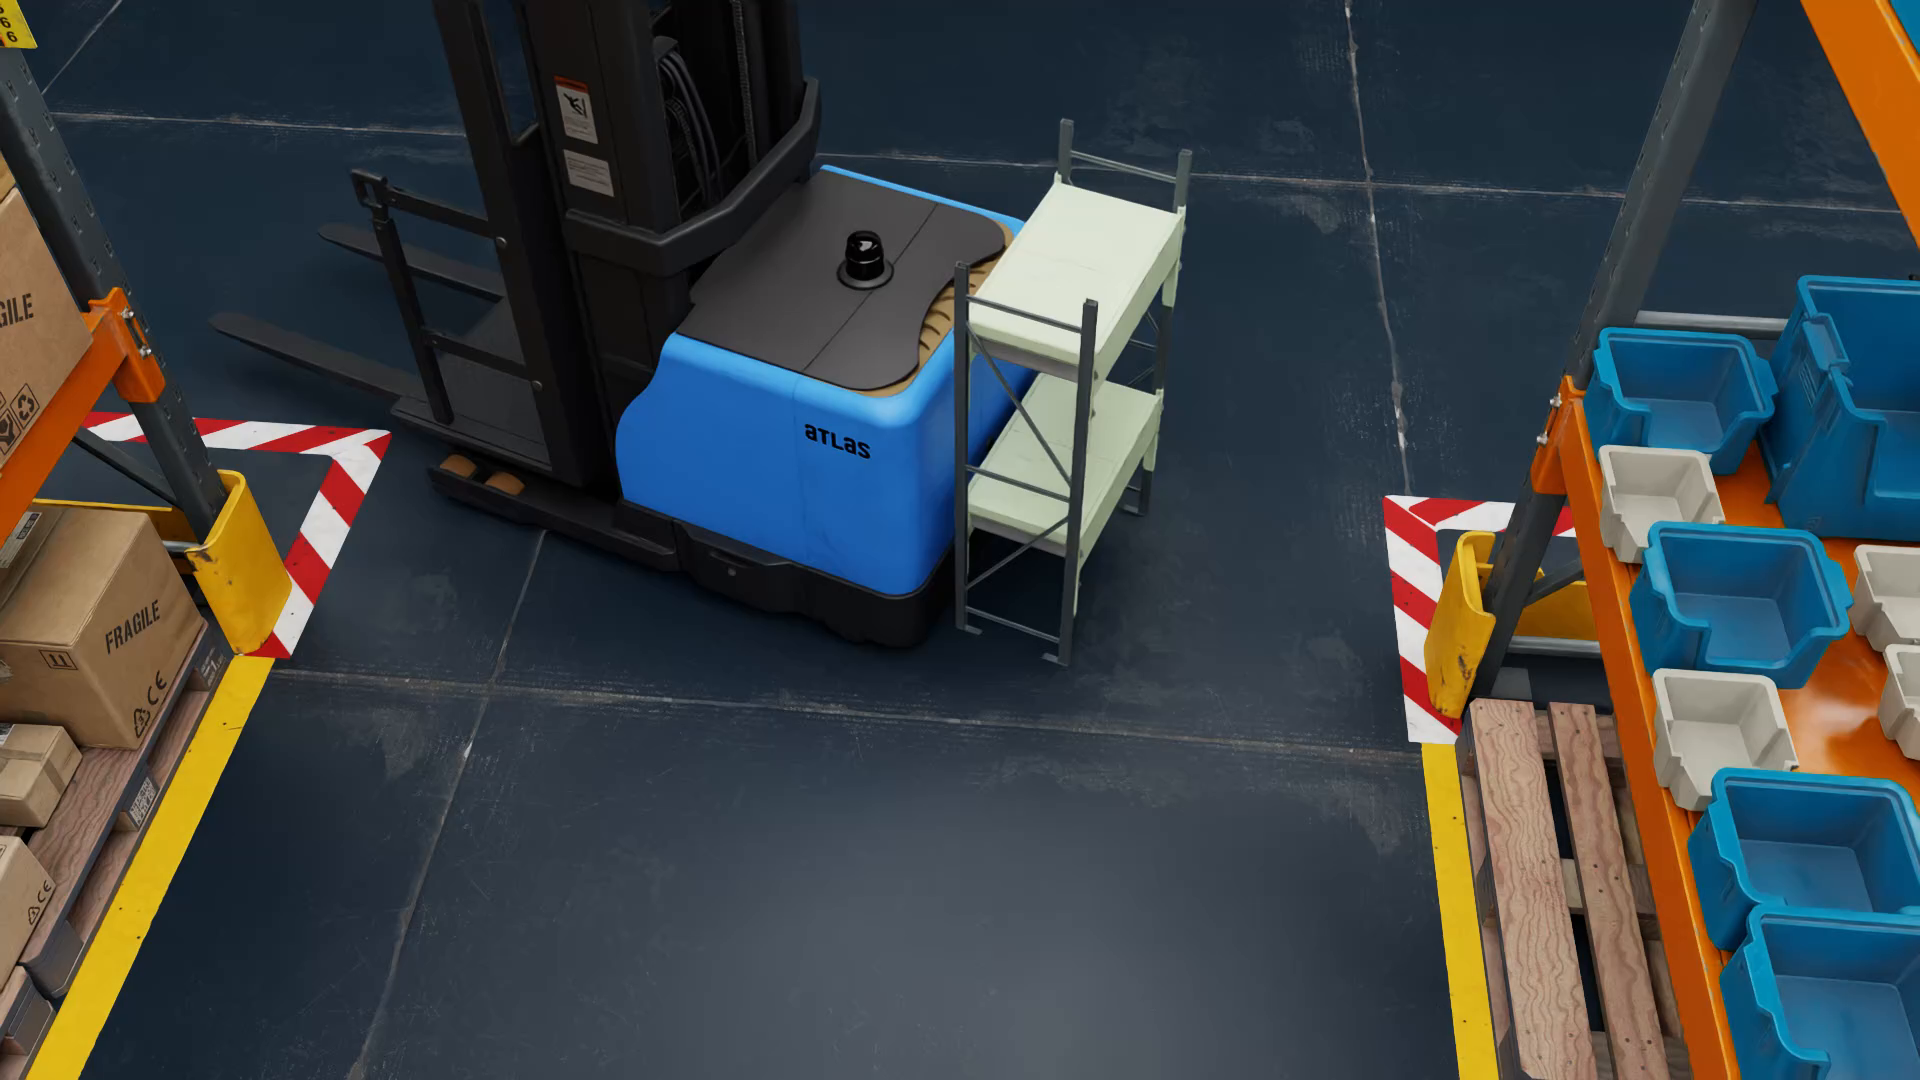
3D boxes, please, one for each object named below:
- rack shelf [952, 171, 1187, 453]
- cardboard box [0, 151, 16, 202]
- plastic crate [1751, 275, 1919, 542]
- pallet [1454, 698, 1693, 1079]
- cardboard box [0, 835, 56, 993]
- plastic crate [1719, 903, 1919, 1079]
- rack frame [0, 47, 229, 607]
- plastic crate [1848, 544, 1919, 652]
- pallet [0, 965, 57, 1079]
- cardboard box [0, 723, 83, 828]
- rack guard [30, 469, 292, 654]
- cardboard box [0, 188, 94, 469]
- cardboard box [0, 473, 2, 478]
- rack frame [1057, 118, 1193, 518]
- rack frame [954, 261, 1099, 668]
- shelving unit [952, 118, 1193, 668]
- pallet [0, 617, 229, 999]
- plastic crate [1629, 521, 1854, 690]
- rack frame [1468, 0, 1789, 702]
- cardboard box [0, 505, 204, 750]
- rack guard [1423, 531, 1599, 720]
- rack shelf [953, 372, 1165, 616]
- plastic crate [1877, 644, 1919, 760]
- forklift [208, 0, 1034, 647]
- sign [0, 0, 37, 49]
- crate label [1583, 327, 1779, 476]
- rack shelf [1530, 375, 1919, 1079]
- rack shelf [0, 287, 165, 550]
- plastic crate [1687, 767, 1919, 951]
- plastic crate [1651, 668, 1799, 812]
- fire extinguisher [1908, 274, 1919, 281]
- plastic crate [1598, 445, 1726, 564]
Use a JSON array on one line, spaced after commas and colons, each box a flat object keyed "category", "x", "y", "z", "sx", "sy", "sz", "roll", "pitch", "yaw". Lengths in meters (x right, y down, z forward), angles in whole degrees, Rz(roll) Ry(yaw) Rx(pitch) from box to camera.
[{"category": "rack shelf", "x": 0.324, "y": -0.671, "z": 4.819, "sx": 0.431, "sy": 0.370, "sz": 0.720, "roll": 19, "pitch": 50, "yaw": 16}, {"category": "cardboard box", "x": -2.602, "y": -0.885, "z": 3.781, "sx": 0.500, "sy": 0.500, "sz": 0.500, "roll": 3, "pitch": 48, "yaw": 3}, {"category": "plastic crate", "x": 2.252, "y": -0.297, "z": 3.924, "sx": 0.616, "sy": 0.435, "sz": 0.499, "roll": 4, "pitch": 48, "yaw": 4}, {"category": "pallet", "x": 1.983, "y": 1.021, "z": 4.673, "sx": 1.003, "sy": 0.211, "sz": 1.213, "roll": 4, "pitch": 48, "yaw": 4}, {"category": "cardboard box", "x": -2.756, "y": 1.033, "z": 4.338, "sx": 0.500, "sy": 0.250, "sz": 0.500, "roll": 4, "pitch": 48, "yaw": 4}, {"category": "plastic crate", "x": 1.599, "y": 0.861, "z": 3.003, "sx": 0.416, "sy": 0.233, "sz": 0.300, "roll": 4, "pitch": 48, "yaw": 4}, {"category": "rack frame", "x": -2.835, "y": -0.859, "z": 4.503, "sx": 1.000, "sy": 3.000, "sz": 0.127, "roll": 4, "pitch": 48, "yaw": 4}, {"category": "plastic crate", "x": 2.203, "y": 0.157, "z": 3.712, "sx": 0.396, "sy": 0.136, "sz": 0.243, "roll": 4, "pitch": 48, "yaw": 4}, {"category": "pallet", "x": -3.028, "y": 1.618, "z": 4.127, "sx": 1.003, "sy": 0.211, "sz": 1.213, "roll": 4, "pitch": 48, "yaw": 4}, {"category": "cardboard box", "x": -2.766, "y": 0.656, "z": 4.739, "sx": 0.380, "sy": 0.166, "sz": 0.250, "roll": 4, "pitch": 48, "yaw": 4}, {"category": "rack guard", "x": -2.842, "y": 0.040, "z": 5.374, "sx": 1.175, "sy": 0.500, "sz": 0.348, "roll": 4, "pitch": 48, "yaw": 4}, {"category": "cardboard box", "x": -2.605, "y": -0.545, "z": 4.148, "sx": 0.500, "sy": 0.500, "sz": 0.500, "roll": 5, "pitch": 48, "yaw": 5}, {"category": "cardboard box", "x": -2.649, "y": -0.164, "z": 3.799, "sx": 0.500, "sy": 0.500, "sz": 0.500, "roll": 4, "pitch": 48, "yaw": 4}, {"category": "rack frame", "x": 0.477, "y": -0.653, "z": 5.331, "sx": 0.400, "sy": 1.500, "sz": 0.023, "roll": 19, "pitch": 50, "yaw": 16}, {"category": "rack frame", "x": 0.170, "y": -0.163, "z": 4.882, "sx": 0.400, "sy": 1.500, "sz": 0.023, "roll": 19, "pitch": 50, "yaw": 16}, {"category": "shelving unit", "x": 0.324, "y": -0.408, "z": 5.107, "sx": 0.431, "sy": 1.500, "sz": 0.755, "roll": 19, "pitch": 50, "yaw": 16}, {"category": "pallet", "x": -2.914, "y": 0.724, "z": 4.945, "sx": 1.003, "sy": 0.211, "sz": 1.213, "roll": 4, "pitch": 48, "yaw": 4}, {"category": "plastic crate", "x": 1.687, "y": 0.156, "z": 3.647, "sx": 0.416, "sy": 0.233, "sz": 0.300, "roll": 4, "pitch": 48, "yaw": 4}, {"category": "rack frame", "x": 2.097, "y": -0.523, "z": 4.196, "sx": 1.000, "sy": 3.000, "sz": 0.127, "roll": 4, "pitch": 48, "yaw": 4}, {"category": "cardboard box", "x": -2.640, "y": 0.252, "z": 4.882, "sx": 0.500, "sy": 0.500, "sz": 0.500, "roll": 4, "pitch": 48, "yaw": 4}, {"category": "rack guard", "x": 2.086, "y": 0.302, "z": 5.135, "sx": 1.175, "sy": 0.500, "sz": 0.348, "roll": 4, "pitch": 48, "yaw": 4}, {"category": "rack shelf", "x": 0.324, "y": -0.188, "z": 5.347, "sx": 0.431, "sy": 0.370, "sz": 0.720, "roll": 19, "pitch": 50, "yaw": 16}, {"category": "plastic crate", "x": 2.162, "y": 0.369, "z": 3.518, "sx": 0.396, "sy": 0.136, "sz": 0.243, "roll": 4, "pitch": 48, "yaw": 4}, {"category": "forklift", "x": -1.293, "y": -1.398, "z": 5.042, "sx": 3.031, "sy": 2.935, "sz": 1.130, "roll": 19, "pitch": 50, "yaw": 17}, {"category": "sign", "x": -2.285, "y": -1.304, "z": 3.911, "sx": 0.100, "sy": 0.325, "sz": 0.005, "roll": 4, "pitch": 48, "yaw": 4}, {"category": "crate label", "x": 1.747, "y": -0.328, "z": 4.090, "sx": 0.416, "sy": 0.233, "sz": 0.303, "roll": 4, "pitch": 48, "yaw": 4}, {"category": "rack shelf", "x": 1.915, "y": 1.189, "z": 3.117, "sx": 1.077, "sy": 0.370, "sz": 4.000, "roll": 4, "pitch": 48, "yaw": 4}, {"category": "rack shelf", "x": -3.018, "y": 0.853, "z": 3.424, "sx": 1.077, "sy": 0.370, "sz": 4.000, "roll": 4, "pitch": 48, "yaw": 4}, {"category": "plastic crate", "x": 1.627, "y": 0.640, "z": 3.205, "sx": 0.416, "sy": 0.233, "sz": 0.300, "roll": 4, "pitch": 48, "yaw": 4}, {"category": "plastic crate", "x": 1.573, "y": 0.434, "z": 3.459, "sx": 0.250, "sy": 0.136, "sz": 0.298, "roll": 4, "pitch": 48, "yaw": 4}, {"category": "fire extinguisher", "x": 2.563, "y": -0.451, "z": 4.435, "sx": 0.296, "sy": 0.674, "sz": 0.183, "roll": 4, "pitch": 48, "yaw": 4}, {"category": "plastic crate", "x": 1.635, "y": -0.065, "z": 3.915, "sx": 0.250, "sy": 0.136, "sz": 0.298, "roll": 4, "pitch": 48, "yaw": 4}]
